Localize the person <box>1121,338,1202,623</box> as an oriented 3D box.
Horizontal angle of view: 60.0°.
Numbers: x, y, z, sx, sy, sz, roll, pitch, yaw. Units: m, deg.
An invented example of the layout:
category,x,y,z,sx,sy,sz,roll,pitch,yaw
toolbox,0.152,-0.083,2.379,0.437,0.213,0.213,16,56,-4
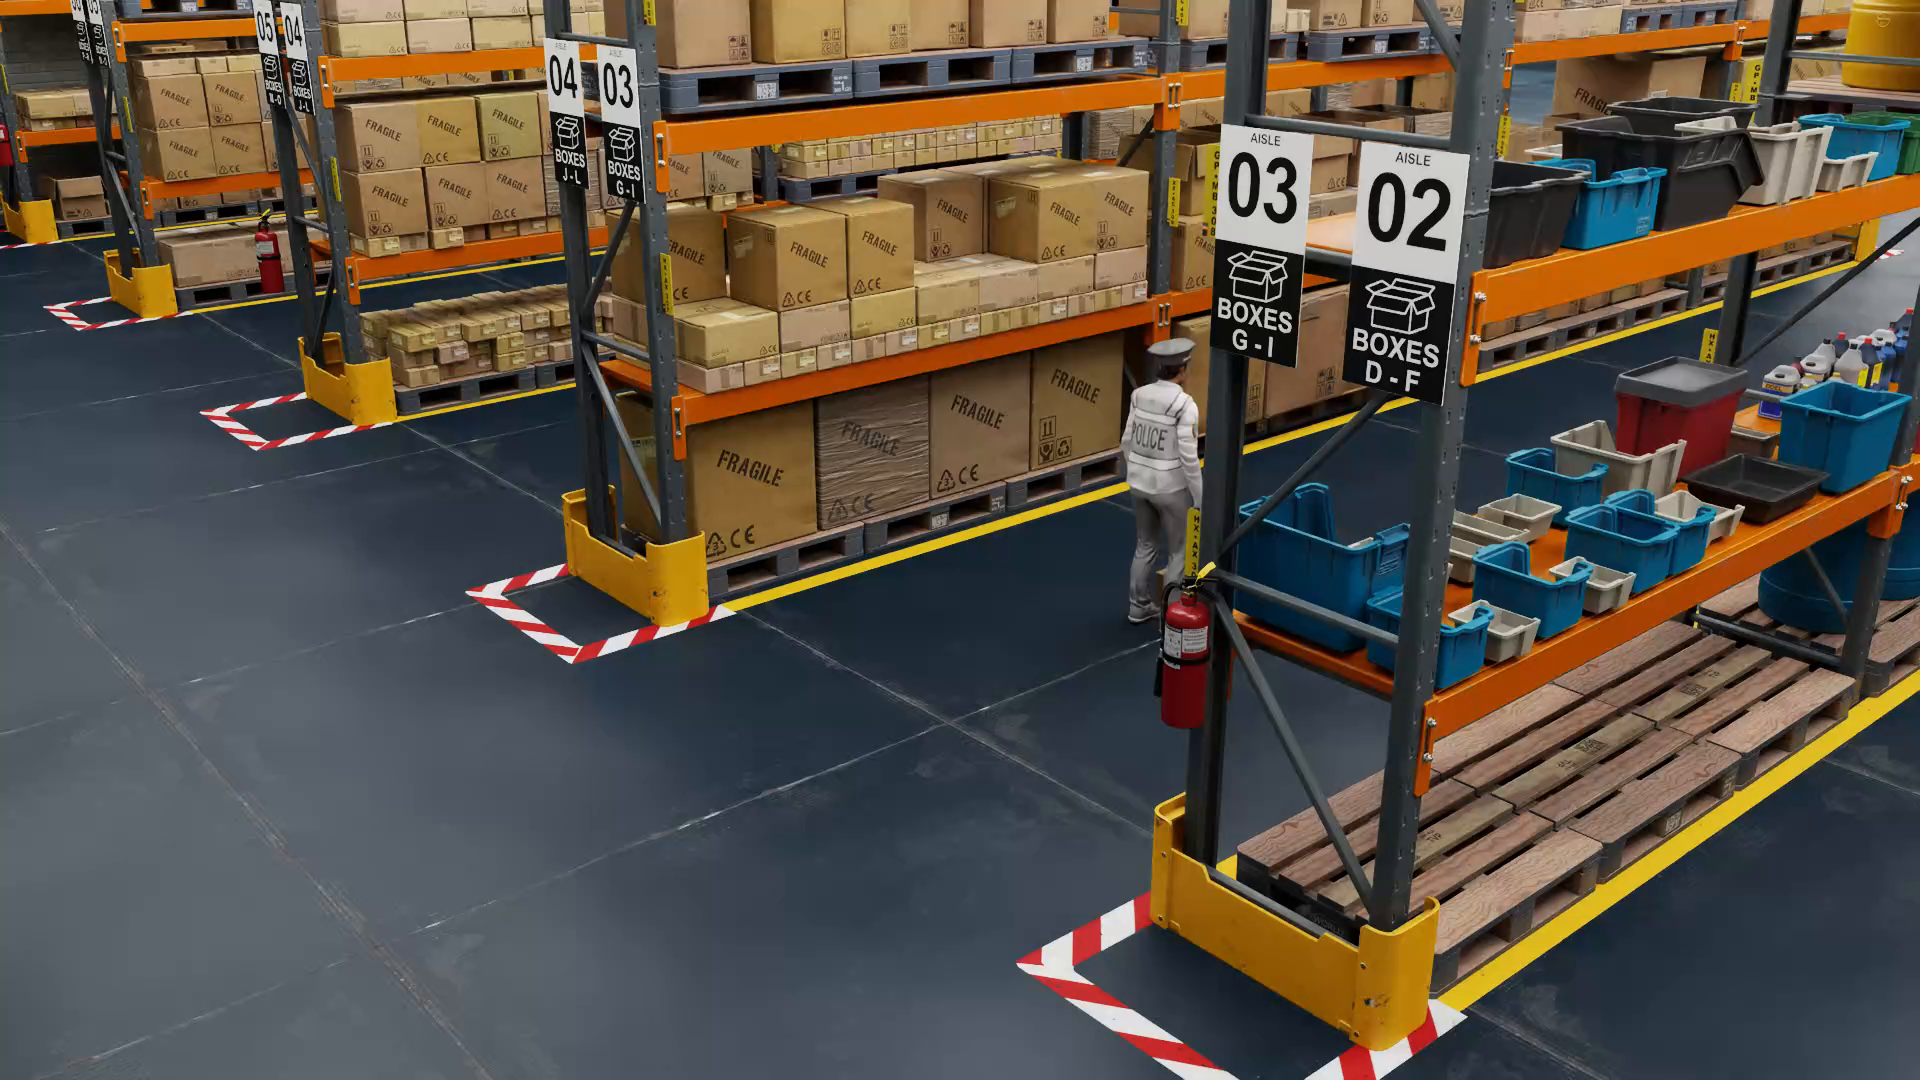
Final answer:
category,x,y,z,sx,sy,sz,roll,pitch,yaw
person,1.137,-0.292,9.334,0.368,1.663,0.518,-18,28,-39
